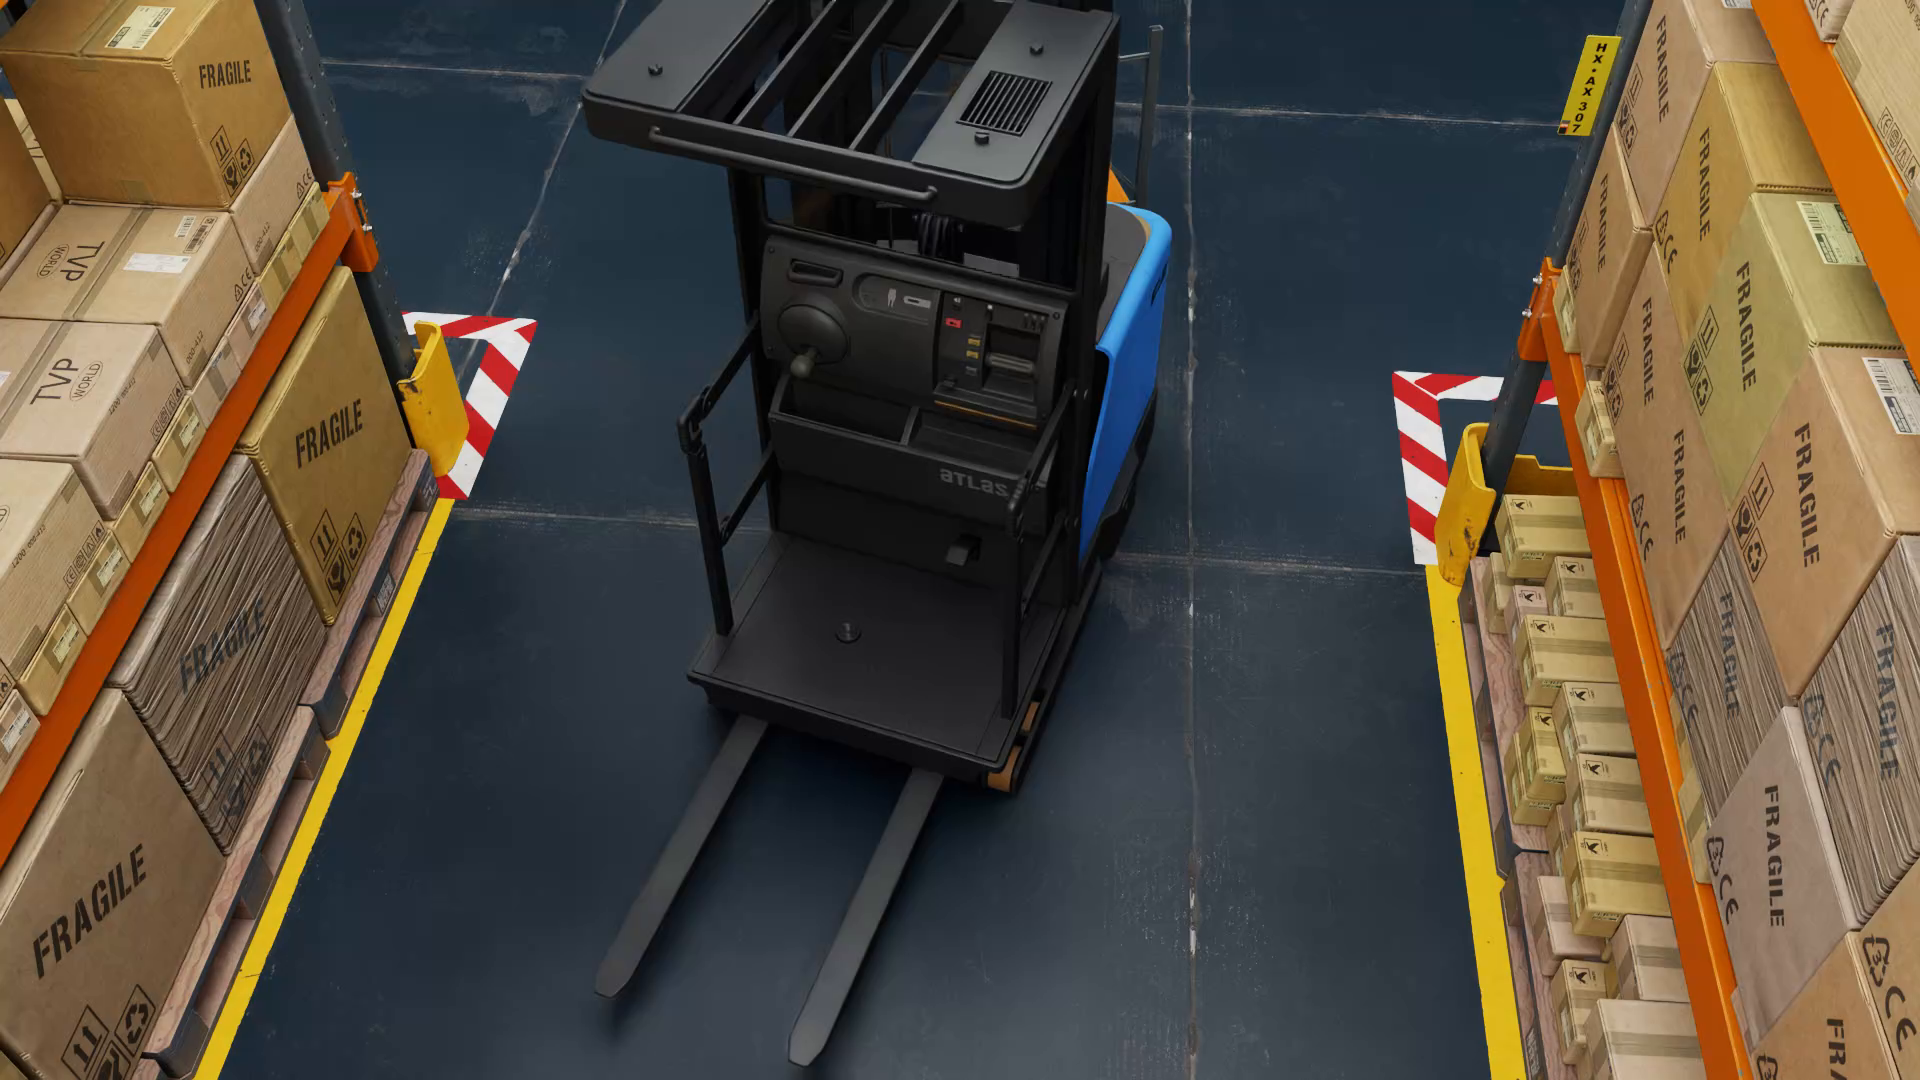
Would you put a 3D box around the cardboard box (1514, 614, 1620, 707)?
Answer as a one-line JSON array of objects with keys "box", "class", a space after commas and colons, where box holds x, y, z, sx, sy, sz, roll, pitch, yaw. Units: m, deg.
[{"box": [1.930, 0.380, 5.114, 0.380, 0.149, 0.250, 4, 48, 3], "class": "cardboard box"}]

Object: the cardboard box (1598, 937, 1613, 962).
[{"box": [2.008, 1.066, 4.688, 0.380, 0.149, 0.250, 6, 48, 6], "class": "cardboard box"}]

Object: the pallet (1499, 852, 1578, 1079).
[{"box": [2.142, 1.496, 4.738, 1.003, 0.211, 1.213, 4, 48, 4], "class": "pallet"}]

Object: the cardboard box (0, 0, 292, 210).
[{"box": [-2.341, -1.324, 4.820, 0.500, 0.500, 0.500, 4, 48, 4], "class": "cardboard box"}]

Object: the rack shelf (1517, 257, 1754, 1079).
[{"box": [2.189, 0.723, 4.043, 1.077, 0.370, 4.000, 4, 48, 4], "class": "rack shelf"}]

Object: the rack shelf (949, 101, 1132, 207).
[{"box": [0.336, -1.497, 6.846, 0.538, 0.185, 1.000, -12, 49, -10], "class": "rack shelf"}]

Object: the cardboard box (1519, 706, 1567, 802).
[{"box": [1.921, 0.663, 5.057, 0.380, 0.149, 0.250, 5, 48, 5], "class": "cardboard box"}]

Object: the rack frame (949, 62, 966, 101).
[{"box": [0.200, -1.980, 7.044, 0.500, 1.500, 0.032, -12, 49, -10], "class": "rack frame"}]

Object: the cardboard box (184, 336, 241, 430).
[{"box": [-2.333, -0.469, 4.816, 0.380, 0.149, 0.250, 5, 48, 4], "class": "cardboard box"}]

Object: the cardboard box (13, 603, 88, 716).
[{"box": [-2.424, 0.287, 4.125, 0.380, 0.149, 0.250, 3, 48, 2], "class": "cardboard box"}]

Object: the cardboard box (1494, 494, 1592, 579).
[{"box": [1.985, -0.007, 5.468, 0.380, 0.149, 0.250, 2, 48, 2], "class": "cardboard box"}]

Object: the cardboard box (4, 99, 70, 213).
[{"box": [-2.871, -1.112, 5.135, 0.500, 0.250, 0.500, 3, 48, 2], "class": "cardboard box"}]

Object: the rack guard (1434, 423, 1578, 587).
[{"box": [2.365, -0.090, 5.993, 1.175, 0.500, 0.348, 4, 48, 4], "class": "rack guard"}]

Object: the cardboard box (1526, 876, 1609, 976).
[{"box": [1.877, 1.127, 4.834, 0.380, 0.149, 0.250, 2, 48, 2], "class": "cardboard box"}]

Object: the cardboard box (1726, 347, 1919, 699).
[{"box": [1.914, -0.022, 3.291, 0.500, 0.500, 0.500, 3, 48, 2], "class": "cardboard box"}]

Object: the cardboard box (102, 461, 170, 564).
[{"box": [-2.378, -0.087, 4.467, 0.380, 0.149, 0.250, 4, 48, 4], "class": "cardboard box"}]

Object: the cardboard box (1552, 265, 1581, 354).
[{"box": [2.016, -0.688, 5.017, 0.380, 0.149, 0.250, 4, 48, 3], "class": "cardboard box"}]

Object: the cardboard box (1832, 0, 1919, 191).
[{"box": [1.990, -0.872, 3.084, 0.500, 0.250, 0.500, 2, 48, 2], "class": "cardboard box"}]

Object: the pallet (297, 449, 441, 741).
[{"box": [-2.554, 0.137, 5.982, 1.003, 0.211, 1.213, 4, 48, 4], "class": "pallet"}]

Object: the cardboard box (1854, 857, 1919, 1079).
[{"box": [1.822, 0.735, 2.598, 0.500, 0.500, 0.500, 3, 48, 2], "class": "cardboard box"}]

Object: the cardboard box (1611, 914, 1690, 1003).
[{"box": [1.958, 1.152, 4.408, 0.380, 0.149, 0.250, 4, 48, 4], "class": "cardboard box"}]

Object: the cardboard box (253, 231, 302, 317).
[{"box": [-2.285, -0.837, 5.153, 0.380, 0.149, 0.250, 4, 48, 4], "class": "cardboard box"}]

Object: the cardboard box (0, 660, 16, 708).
[{"box": [-2.528, 0.419, 3.734, 0.500, 0.250, 0.500, 5, 48, 4], "class": "cardboard box"}]

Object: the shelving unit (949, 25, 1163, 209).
[{"box": [0.334, -1.625, 6.720, 0.587, 1.500, 1.083, -12, 49, -10], "class": "shelving unit"}]

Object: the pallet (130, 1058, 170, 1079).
[{"box": [-2.776, 1.930, 4.342, 1.003, 0.211, 1.213, 4, 48, 4], "class": "pallet"}]

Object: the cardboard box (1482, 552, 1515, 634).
[{"box": [2.005, 0.195, 5.687, 0.380, 0.149, 0.250, 5, 48, 4], "class": "cardboard box"}]

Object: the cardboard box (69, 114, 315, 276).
[{"box": [-2.338, -1.073, 5.099, 0.500, 0.250, 0.500, 3, 48, 3], "class": "cardboard box"}]

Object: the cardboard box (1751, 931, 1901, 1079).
[{"box": [1.818, 1.060, 2.978, 0.500, 0.500, 0.500, 3, 48, 2], "class": "cardboard box"}]

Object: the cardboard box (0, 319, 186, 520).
[{"box": [-2.431, -0.326, 4.416, 0.500, 0.250, 0.500, 2, 48, 2], "class": "cardboard box"}]

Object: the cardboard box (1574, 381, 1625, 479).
[{"box": [1.956, -0.305, 4.666, 0.380, 0.149, 0.250, 3, 48, 2], "class": "cardboard box"}]

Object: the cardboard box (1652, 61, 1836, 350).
[{"box": [2.027, -0.778, 3.981, 0.500, 0.500, 0.500, 5, 48, 5], "class": "cardboard box"}]

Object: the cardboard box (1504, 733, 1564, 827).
[{"box": [1.914, 0.756, 5.173, 0.380, 0.149, 0.250, 4, 48, 4], "class": "cardboard box"}]

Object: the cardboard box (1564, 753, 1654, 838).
[{"box": [1.955, 0.771, 4.756, 0.380, 0.149, 0.250, 6, 48, 5], "class": "cardboard box"}]

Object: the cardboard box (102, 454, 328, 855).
[{"box": [-2.620, 0.323, 5.077, 0.875, 0.875, 0.875, 4, 48, 4], "class": "cardboard box"}]

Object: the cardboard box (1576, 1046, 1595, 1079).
[{"box": [1.888, 1.512, 4.482, 0.380, 0.149, 0.250, 5, 48, 4], "class": "cardboard box"}]

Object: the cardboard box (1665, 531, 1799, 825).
[{"box": [1.934, 0.317, 3.658, 0.500, 0.500, 0.500, 3, 48, 3], "class": "cardboard box"}]

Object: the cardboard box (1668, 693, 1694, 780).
[{"box": [1.924, 0.461, 3.966, 0.380, 0.149, 0.250, 5, 48, 5], "class": "cardboard box"}]

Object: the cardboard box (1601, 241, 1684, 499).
[{"box": [2.032, -0.417, 4.329, 0.500, 0.500, 0.500, 4, 48, 4], "class": "cardboard box"}]

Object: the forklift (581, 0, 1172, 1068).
[{"box": [-0.220, -0.510, 4.730, 1.130, 2.935, 3.031, 15, 49, 13], "class": "forklift"}]

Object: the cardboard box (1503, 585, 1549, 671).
[{"box": [1.987, 0.296, 5.392, 0.380, 0.149, 0.250, 4, 48, 3], "class": "cardboard box"}]

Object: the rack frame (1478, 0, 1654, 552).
[{"box": [2.371, -0.989, 5.122, 1.000, 3.000, 0.127, 4, 48, 4], "class": "rack frame"}]

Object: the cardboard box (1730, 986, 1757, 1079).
[{"box": [1.842, 1.031, 3.445, 0.380, 0.149, 0.250, 2, 48, 2], "class": "cardboard box"}]
